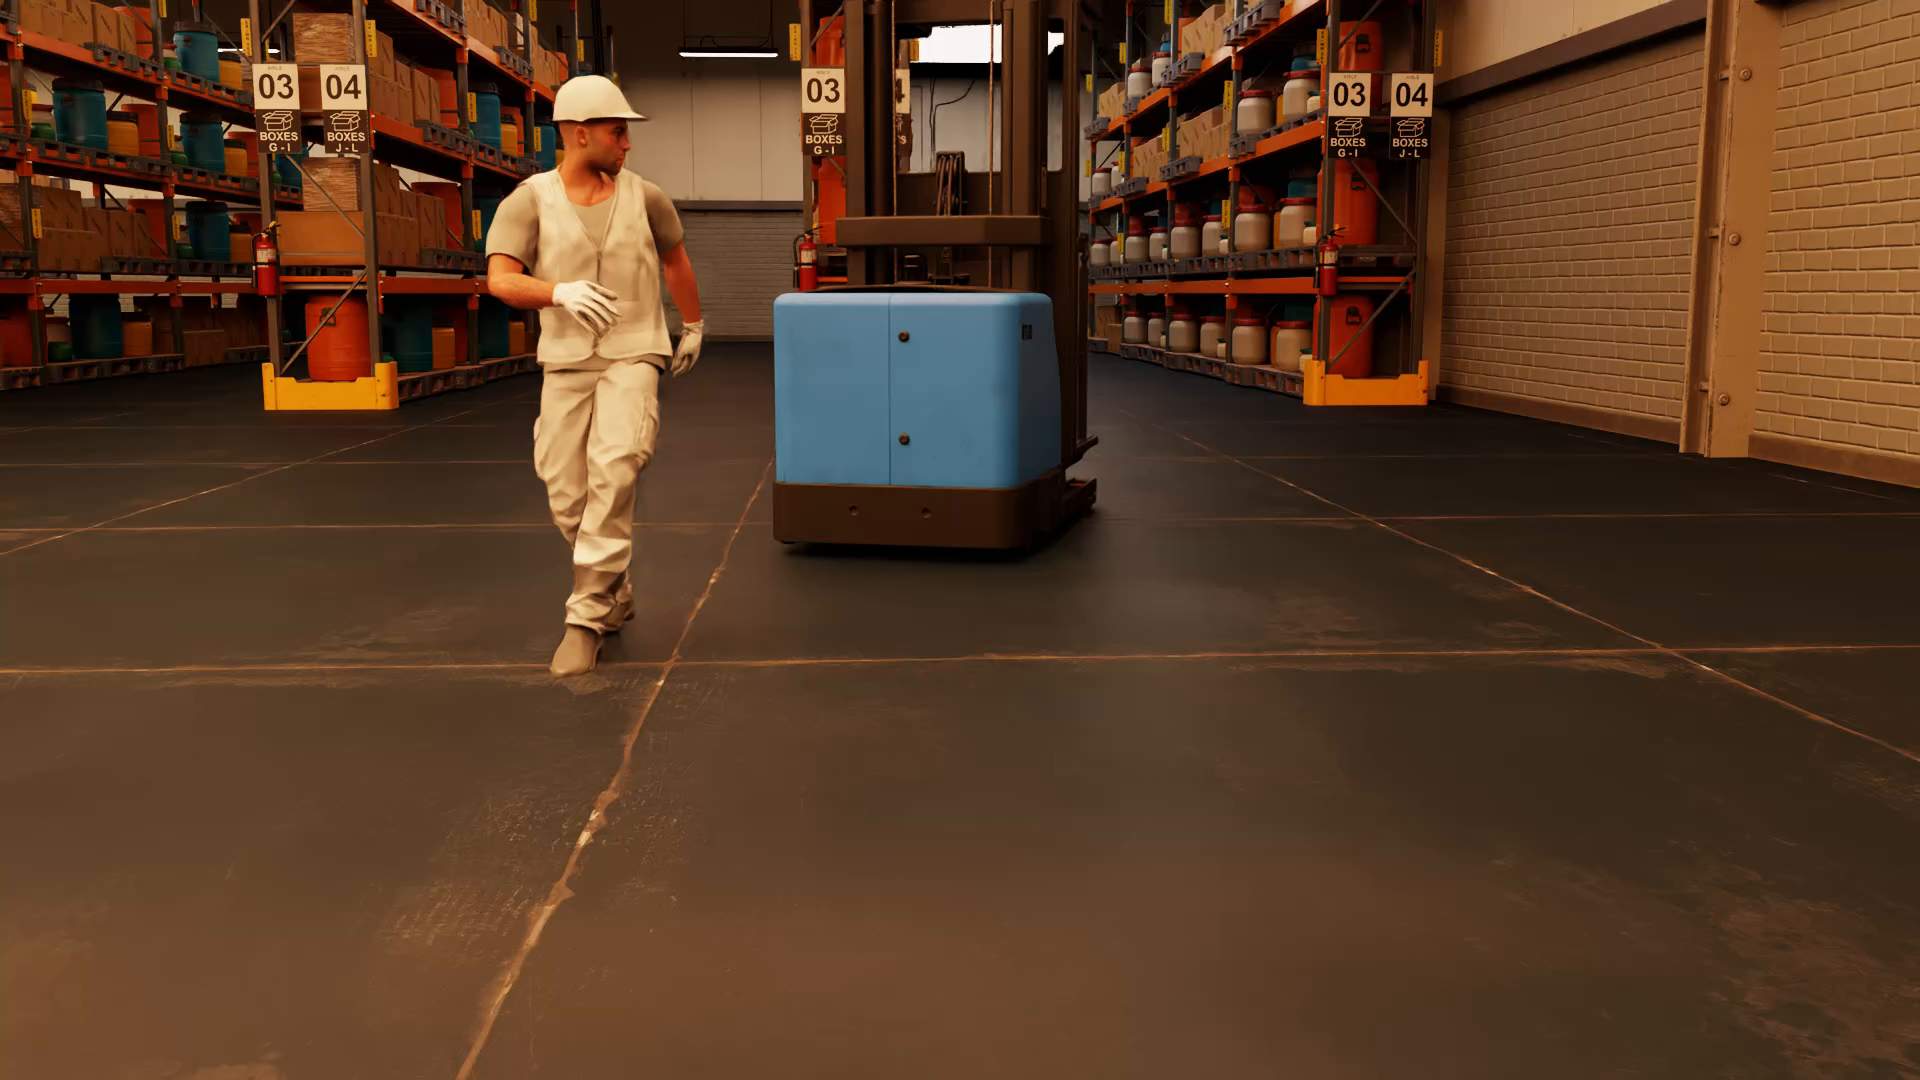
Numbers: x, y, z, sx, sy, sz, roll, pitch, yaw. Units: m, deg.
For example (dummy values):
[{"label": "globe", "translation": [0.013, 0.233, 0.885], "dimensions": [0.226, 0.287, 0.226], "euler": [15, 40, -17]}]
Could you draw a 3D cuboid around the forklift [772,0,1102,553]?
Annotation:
[{"label": "forklift", "translation": [0.064, -1.573, 7.927], "dimensions": [1.130, 2.935, 3.031], "euler": [2, 9, 13]}]

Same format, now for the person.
[{"label": "person", "translation": [-1.110, -0.516, 5.047], "dimensions": [0.570, 1.732, 0.960], "euler": [0, 8, -2]}]
